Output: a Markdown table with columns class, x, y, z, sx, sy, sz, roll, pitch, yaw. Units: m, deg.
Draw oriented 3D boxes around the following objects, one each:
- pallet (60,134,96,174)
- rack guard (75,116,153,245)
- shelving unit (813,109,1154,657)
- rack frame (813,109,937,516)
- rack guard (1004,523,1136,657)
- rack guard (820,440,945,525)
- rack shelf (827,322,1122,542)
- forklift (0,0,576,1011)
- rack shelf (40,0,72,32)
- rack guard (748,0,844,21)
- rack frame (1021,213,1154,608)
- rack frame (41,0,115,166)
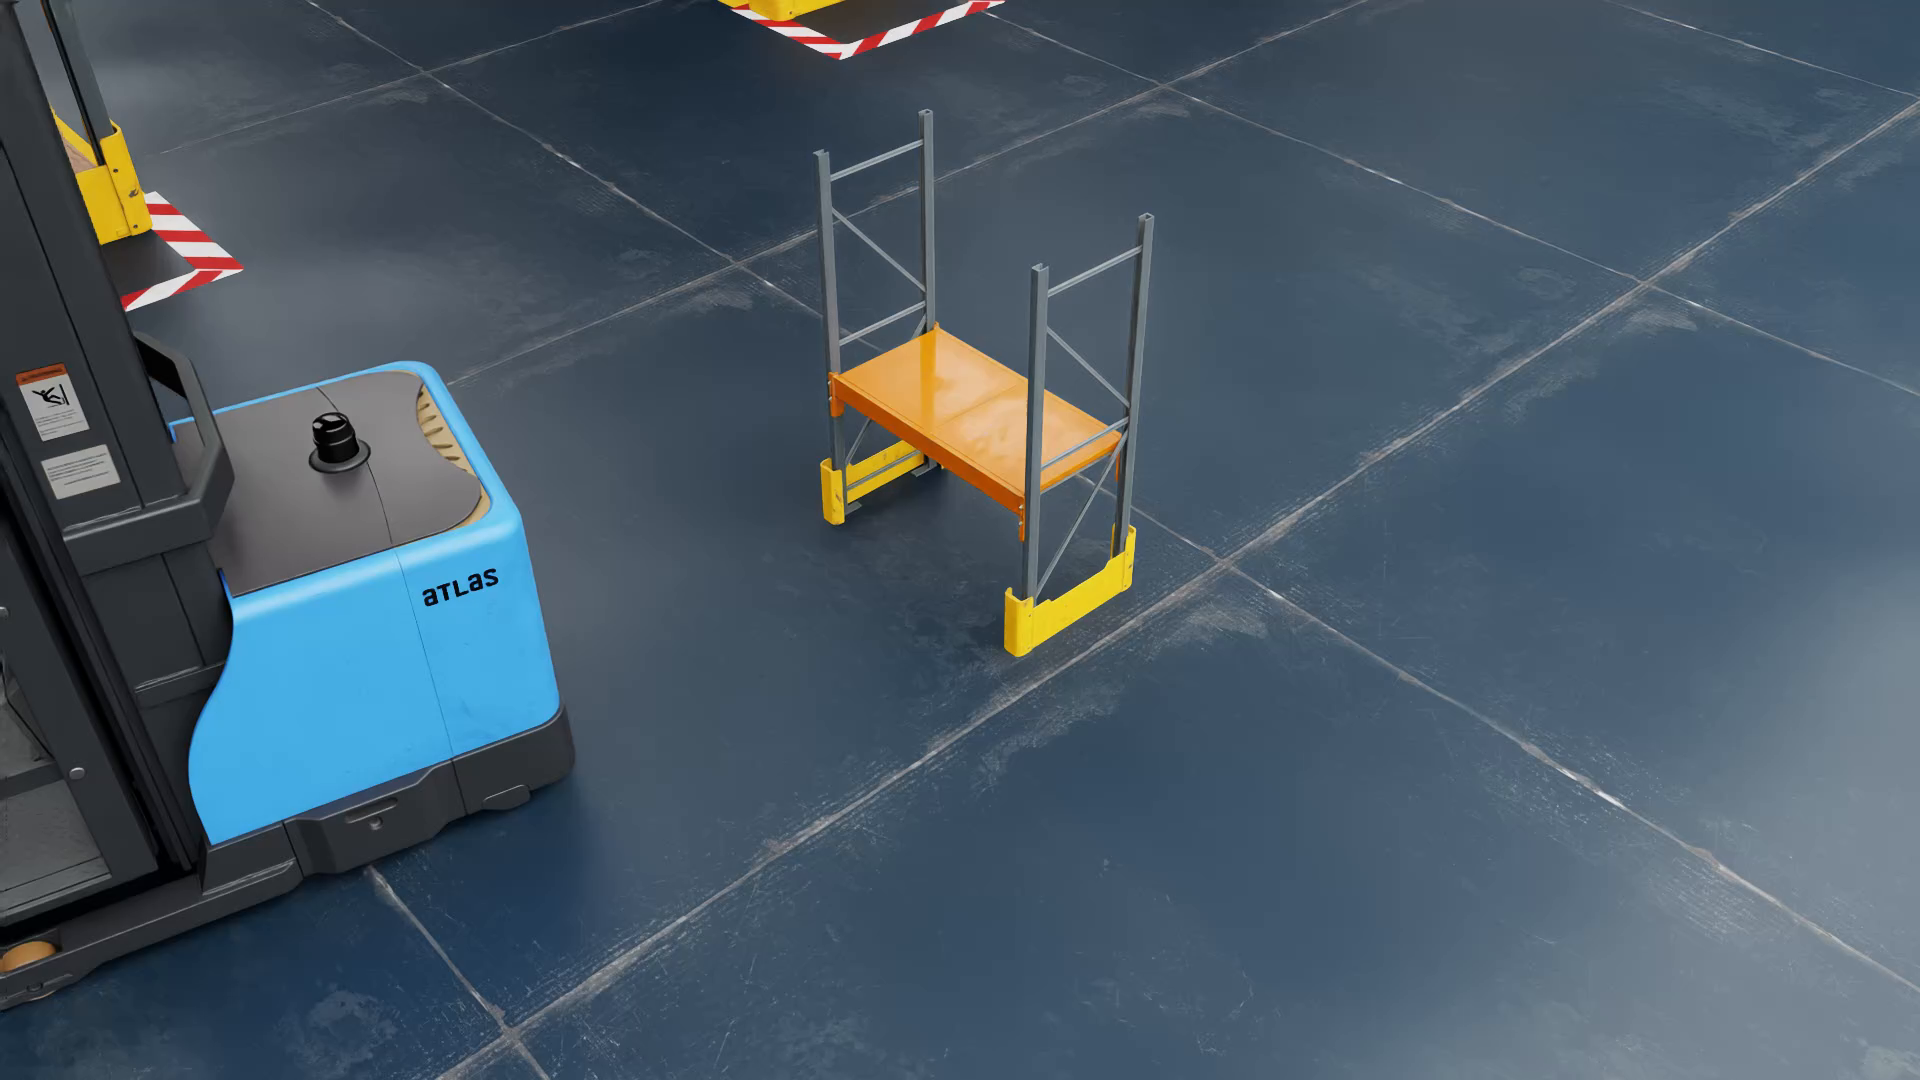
| class | x | y | z | sx | sy | sz | roll | pitch | yaw |
| --- | --- | --- | --- | --- | --- | --- | --- | --- | --- |
| pallet | -5.023 | -1.822 | 8.337 | 1.003 | 0.211 | 1.213 | -30 | 48 | -32 |
| rack guard | -4.477 | -1.556 | 7.778 | 1.175 | 0.500 | 0.348 | -30 | 48 | -32 |
| shelving unit | 0.052 | -0.548 | 5.735 | 0.587 | 1.500 | 1.083 | -30 | 48 | -32 |
| rack frame | -0.286 | -0.779 | 6.021 | 0.500 | 1.500 | 0.032 | -30 | 48 | -32 |
| rack guard | 0.388 | 0.169 | 5.842 | 0.587 | 0.250 | 0.087 | -30 | 48 | -32 |
| rack guard | -0.285 | -0.292 | 6.413 | 0.587 | 0.250 | 0.087 | -30 | 48 | -32 |
| rack shelf | 0.058 | -0.404 | 5.843 | 0.538 | 0.185 | 1.000 | -30 | 48 | -32 |
| forklift | -2.756 | -0.175 | 4.134 | 3.031 | 2.935 | 1.130 | -20 | 43 | -23 |
| rack shelf | -5.744 | -3.159 | 8.346 | 1.077 | 0.370 | 4.000 | -30 | 48 | -32 |
| rack guard | -0.795 | -3.680 | 10.409 | 1.175 | 0.500 | 0.348 | -30 | 48 | -32 |
| rack frame | 0.401 | -0.309 | 5.439 | 0.500 | 1.500 | 0.032 | -30 | 48 | -32 |
| rack frame | -4.391 | -2.513 | 6.974 | 1.000 | 3.000 | 0.127 | -30 | 48 | -32 |
